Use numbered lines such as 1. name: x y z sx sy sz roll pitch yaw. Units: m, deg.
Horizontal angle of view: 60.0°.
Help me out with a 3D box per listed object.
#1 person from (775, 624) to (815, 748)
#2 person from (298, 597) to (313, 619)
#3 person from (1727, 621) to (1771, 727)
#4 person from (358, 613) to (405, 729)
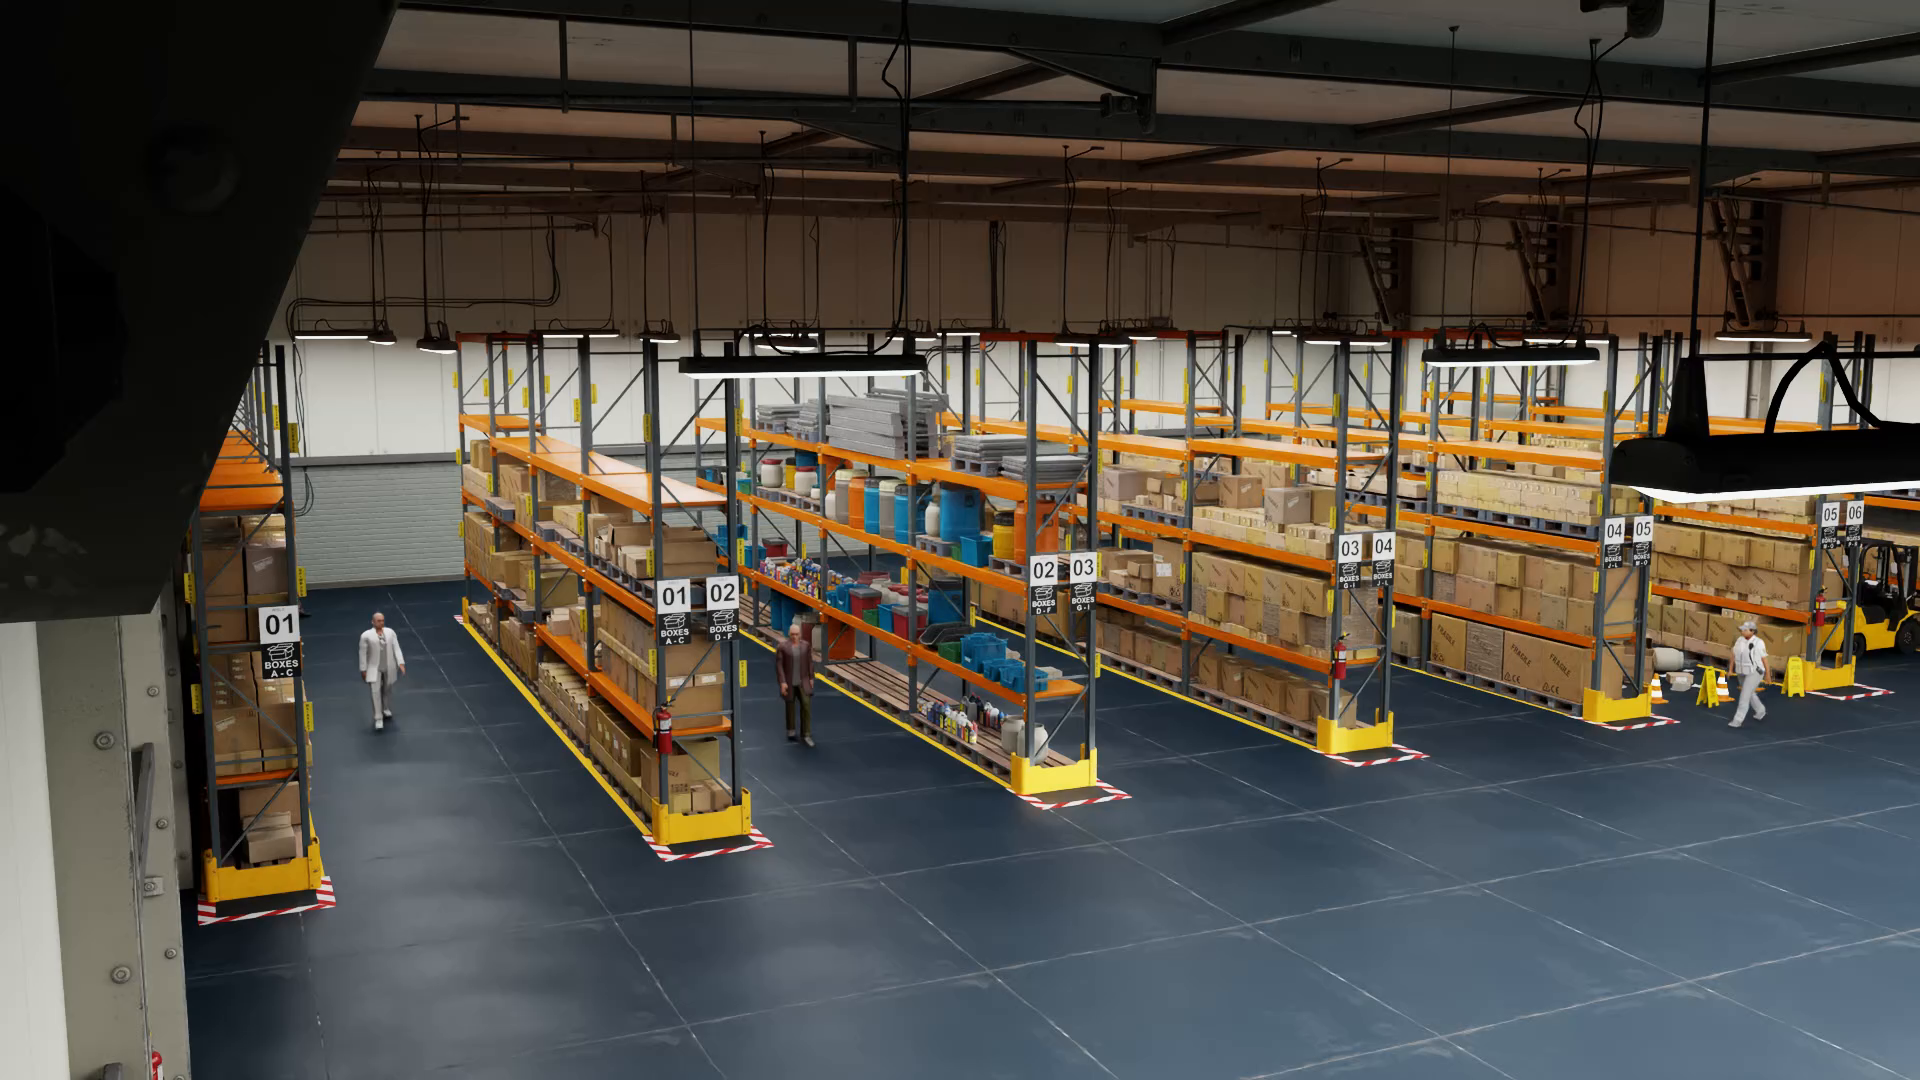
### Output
1. person: -2.429 2.133 24.712 0.626 1.762 0.904 -2 8 -15
2. person: -14.141 0.818 34.865 1.106 1.665 0.520 -1 8 -7
3. person: 12.231 2.052 25.790 0.986 1.609 0.526 -3 8 -24
4. person: -8.951 1.982 25.782 0.656 1.706 1.143 -4 9 -29
